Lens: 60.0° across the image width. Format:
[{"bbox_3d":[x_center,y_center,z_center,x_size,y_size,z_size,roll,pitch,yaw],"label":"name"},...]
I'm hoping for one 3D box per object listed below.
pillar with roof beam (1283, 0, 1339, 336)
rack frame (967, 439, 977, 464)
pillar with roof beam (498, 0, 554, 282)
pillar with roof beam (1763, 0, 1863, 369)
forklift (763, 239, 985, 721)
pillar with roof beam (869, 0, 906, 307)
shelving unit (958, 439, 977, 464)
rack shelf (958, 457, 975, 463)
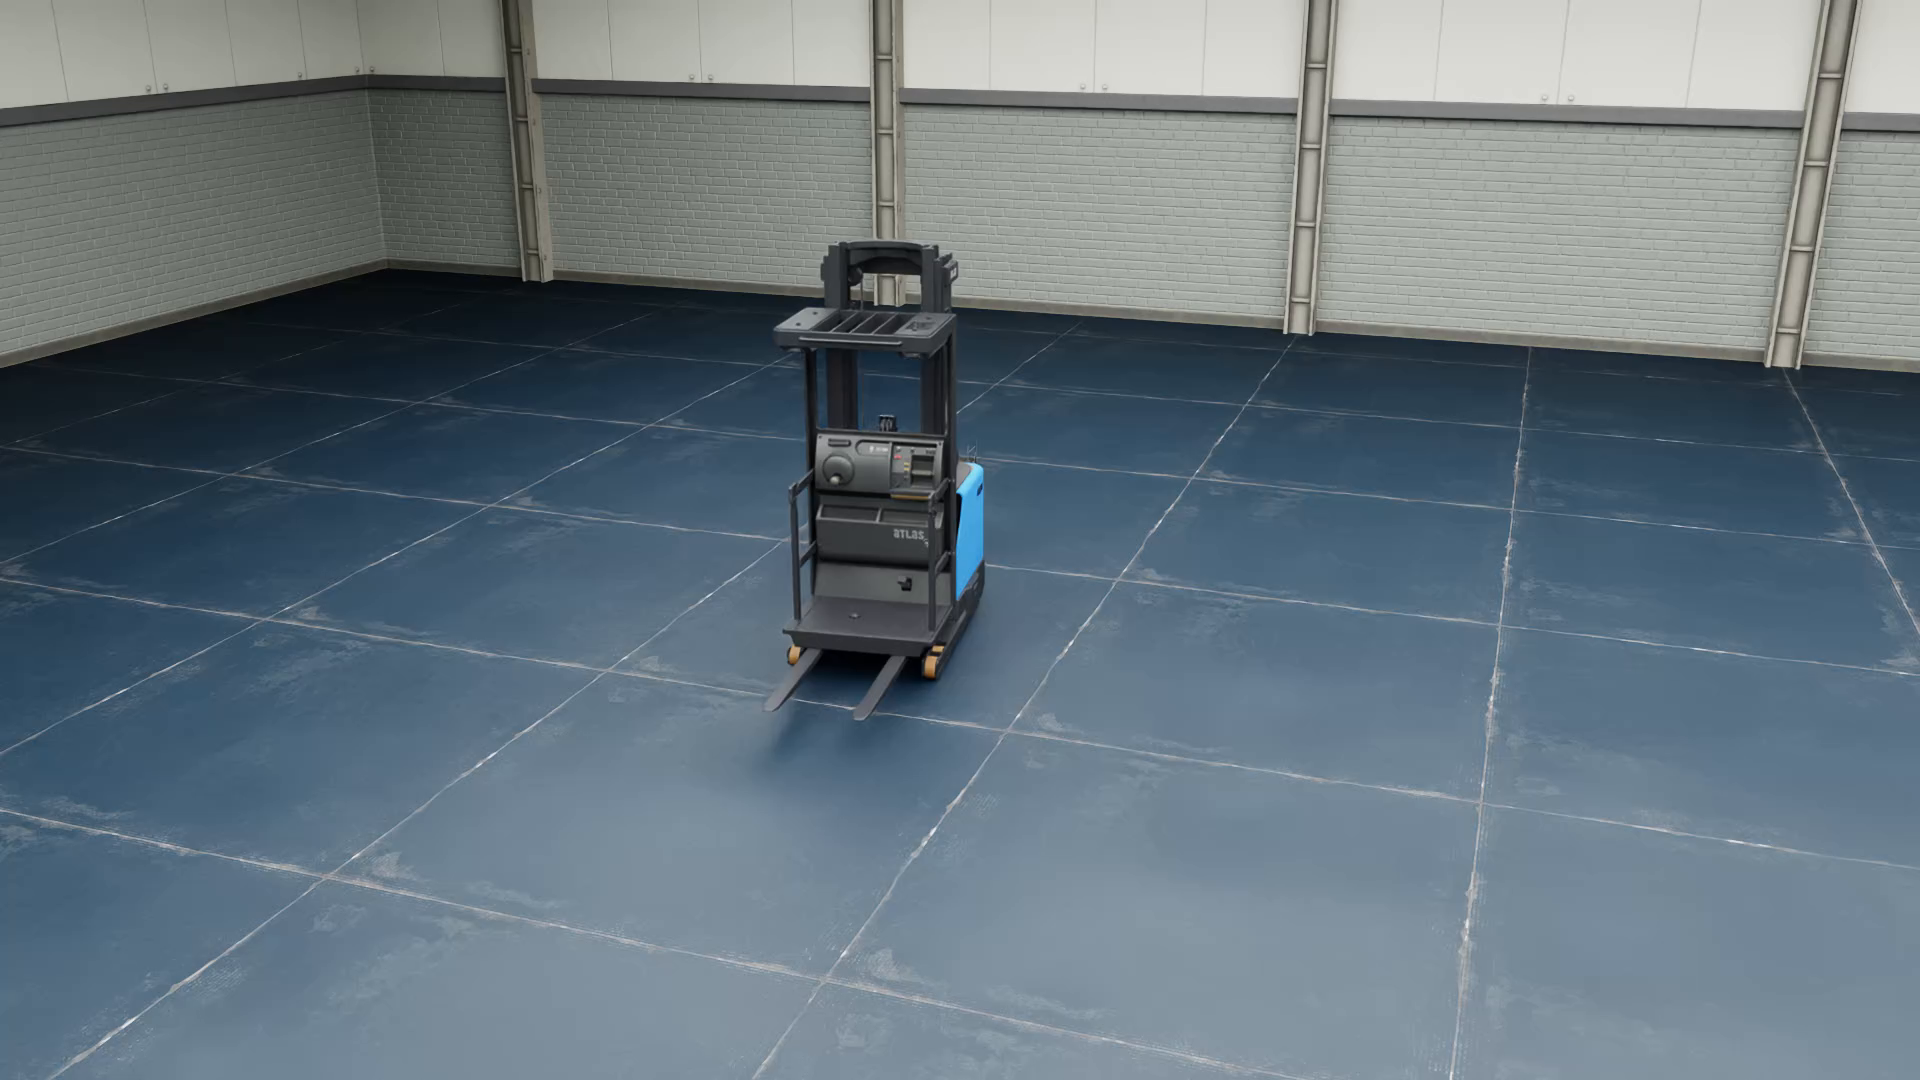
[{"bbox_3d":[3.222,-5.748,17.395,0.400,9.000,9.100,7,20,18],"label":"pillar with roof beam"},{"bbox_3d":[0.104,-0.413,14.394,0.006,0.900,0.240,7,20,18],"label":"rack frame"},{"bbox_3d":[-8.113,-7.044,21.114,0.400,9.000,9.100,7,20,18],"label":"pillar with roof beam"},{"bbox_3d":[8.890,-5.100,15.536,0.400,9.000,9.100,7,20,18],"label":"pillar with roof beam"},{"bbox_3d":[-0.620,-0.534,11.655,1.130,2.935,3.031,4,20,12],"label":"forklift"},{"bbox_3d":[-2.446,-6.396,19.255,0.400,9.000,9.100,7,20,18],"label":"pillar with roof beam"},{"bbox_3d":[0.008,-0.424,14.426,0.210,0.900,0.258,7,20,18],"label":"shelving unit"},{"bbox_3d":[0.008,-0.648,14.348,0.200,0.077,0.258,7,20,18],"label":"rack shelf"}]
